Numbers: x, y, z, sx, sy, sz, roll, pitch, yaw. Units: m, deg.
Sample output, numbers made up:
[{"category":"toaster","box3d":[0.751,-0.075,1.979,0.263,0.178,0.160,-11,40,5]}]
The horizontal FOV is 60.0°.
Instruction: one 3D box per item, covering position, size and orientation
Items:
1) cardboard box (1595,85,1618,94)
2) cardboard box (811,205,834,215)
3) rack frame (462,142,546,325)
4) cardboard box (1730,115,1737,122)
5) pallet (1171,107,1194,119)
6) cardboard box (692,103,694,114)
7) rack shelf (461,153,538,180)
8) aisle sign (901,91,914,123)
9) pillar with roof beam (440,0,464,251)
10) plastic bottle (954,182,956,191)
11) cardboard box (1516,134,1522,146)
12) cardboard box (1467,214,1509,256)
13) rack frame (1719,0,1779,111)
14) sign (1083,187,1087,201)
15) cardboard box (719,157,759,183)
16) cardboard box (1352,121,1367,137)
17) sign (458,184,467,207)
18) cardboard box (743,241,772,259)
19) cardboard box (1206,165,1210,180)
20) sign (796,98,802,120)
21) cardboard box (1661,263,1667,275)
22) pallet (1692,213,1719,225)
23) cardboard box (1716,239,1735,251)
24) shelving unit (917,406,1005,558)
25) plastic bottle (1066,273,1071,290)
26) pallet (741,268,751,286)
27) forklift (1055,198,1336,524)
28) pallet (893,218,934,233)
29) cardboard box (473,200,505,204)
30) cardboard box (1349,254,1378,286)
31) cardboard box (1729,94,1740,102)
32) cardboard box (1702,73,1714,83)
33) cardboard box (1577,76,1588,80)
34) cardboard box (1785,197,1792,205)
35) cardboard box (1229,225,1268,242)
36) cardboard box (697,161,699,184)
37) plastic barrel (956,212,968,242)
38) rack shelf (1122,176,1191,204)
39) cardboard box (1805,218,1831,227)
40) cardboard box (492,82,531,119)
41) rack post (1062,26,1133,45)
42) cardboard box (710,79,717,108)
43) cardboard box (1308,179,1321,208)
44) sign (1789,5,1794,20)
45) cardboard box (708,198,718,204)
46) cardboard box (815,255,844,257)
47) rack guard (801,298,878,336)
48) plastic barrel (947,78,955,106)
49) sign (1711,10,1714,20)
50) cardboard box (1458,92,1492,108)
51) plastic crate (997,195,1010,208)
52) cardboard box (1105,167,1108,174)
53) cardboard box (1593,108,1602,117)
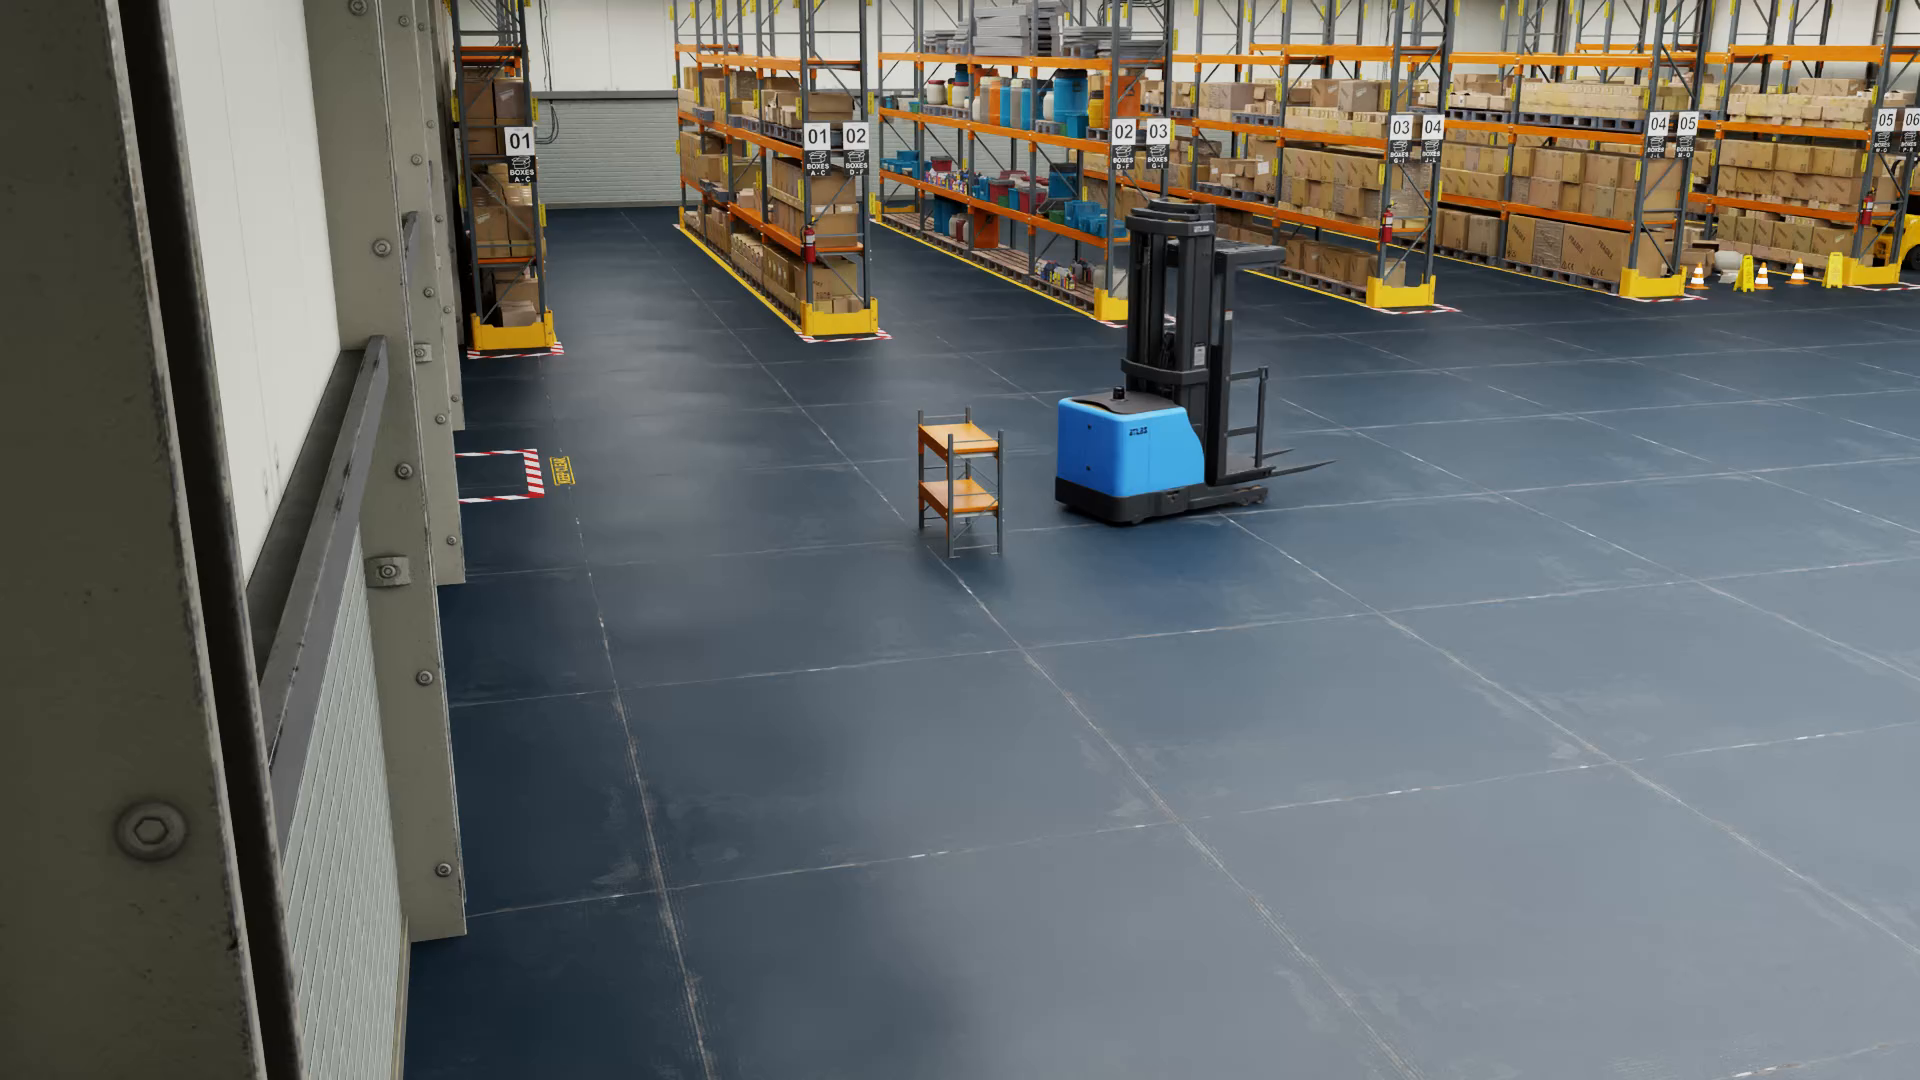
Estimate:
[{"category":"cardboard box","box3d":[11.733,-8.144,30.081,0.380,0.149,0.250,-5,17,-15]},{"category":"cardboard box","box3d":[-2.182,-5.153,25.888,0.380,0.149,0.250,-5,17,-16]},{"category":"rack frame","box3d":[-6.655,-4.311,24.387,1.000,3.000,0.127,-5,17,-15]},{"category":"cardboard box","box3d":[15.910,-8.585,33.839,0.380,0.149,0.250,-5,17,-16]},{"category":"pallet","box3d":[5.206,-9.218,35.839,1.213,0.211,1.003,-4,17,-13]},{"category":"cardboard box","box3d":[-5.708,-9.640,37.175,0.500,0.250,0.500,-5,17,-15]},{"category":"rack shelf","box3d":[-7.205,-5.956,25.900,1.077,0.370,4.000,-5,17,-15]},{"category":"aisle sign","box3d":[-1.265,-10.808,41.497,0.394,0.787,0.004,-5,17,-15]},{"category":"pillar with roof beam","box3d":[-6.838,-10.969,36.124,9.100,9.000,0.400,-5,17,-15]},{"category":"plastic bottle","box3d":[-0.088,-7.549,35.511,0.097,0.201,0.097,0,17,0]},{"category":"cardboard box","box3d":[13.874,-9.832,40.856,0.500,0.500,0.500,-5,17,-16]},{"category":"cardboard box","box3d":[11.073,-6.244,34.005,1.050,0.750,0.750,-5,17,-16]},{"category":"rack frame","box3d":[16.062,-10.249,33.726,1.000,3.000,0.127,-5,17,-15]},{"category":"sign","box3d":[2.303,-6.373,30.772,0.100,0.325,0.005,-5,17,-15]},{"category":"cardboard box","box3d":[-4.646,-7.788,35.059,0.700,0.500,0.500,-10,19,-29]},{"category":"cardboard box","box3d":[7.116,-7.101,28.724,0.500,0.250,0.500,-5,17,-15]},{"category":"sign","box3d":[-7.195,-4.978,24.047,0.100,0.325,0.005,-5,17,-15]},{"category":"cardboard box","box3d":[-3.798,-5.473,31.331,0.500,0.311,0.500,-5,17,-16]},{"category":"cardboard box","box3d":[5.562,-7.902,36.169,0.500,0.500,0.500,-4,17,-14]},{"category":"sign","box3d":[-2.419,-6.487,25.016,0.100,0.325,0.005,-5,17,-15]},{"category":"cardboard box","box3d":[13.573,-5.317,32.489,0.396,0.266,0.258,-2,17,-6]},{"category":"pallet","box3d":[19.233,-8.086,41.803,1.003,0.211,1.213,-5,17,-15]},{"category":"cardboard box","box3d":[15.964,-6.075,34.310,0.500,0.250,0.500,-6,18,-18]},{"category":"shelving unit","box3d":[-0.002,-0.541,15.094,0.538,1.125,1.048,-5,17,-15]},{"category":"plastic bottle","box3d":[1.894,-4.508,29.000,0.061,0.283,0.133,-4,17,-14]},{"category":"pallet","box3d":[-3.572,-5.013,31.572,1.003,0.211,1.213,-5,17,-15]},{"category":"forklift","box3d":[2.446,-1.855,16.330,3.031,2.935,1.130,-11,20,-32]},{"category":"pallet","box3d":[-1.006,-7.616,40.238,1.003,0.211,1.213,-5,17,-15]},{"category":"cardboard box","box3d":[-7.118,-4.861,25.142,0.500,0.500,0.500,-4,17,-15]},{"category":"cardboard box","box3d":[7.280,-4.826,29.718,0.500,0.500,0.500,0,17,-1]},{"category":"cardboard box","box3d":[15.834,-8.961,33.703,0.380,0.149,0.250,-5,17,-16]},{"category":"cardboard box","box3d":[18.889,-11.738,42.195,0.396,0.266,0.258,-5,17,-15]},{"category":"cardboard box","box3d":[17.416,-12.692,45.950,0.500,0.250,0.500,-5,17,-16]},{"category":"cardboard box","box3d":[16.451,-6.660,32.643,0.380,0.149,0.250,-5,17,-15]},{"category":"cardboard box","box3d":[5.964,-6.219,34.321,0.700,0.500,0.500,-3,17,-11]},{"category":"cardboard box","box3d":[-5.575,-8.189,37.122,0.500,0.500,0.500,-4,17,-14]},{"category":"plastic barrel","box3d":[0.211,-6.799,36.133,0.600,0.588,0.708,-5,17,-15]},{"category":"rack shelf","box3d":[4.884,-7.907,37.610,1.077,0.370,4.000,-5,17,-15]},{"category":"cardboard box","box3d":[16.525,-6.120,32.029,0.380,0.149,0.250,-4,17,-14]},{"category":"cardboard box","box3d":[-6.528,-6.409,24.213,0.500,0.500,0.500,-6,18,-19]},{"category":"rack post","box3d":[2.308,-8.464,27.918,0.937,0.300,0.954,-5,17,-16]},{"category":"cardboard box","box3d":[-4.918,-9.428,35.131,0.600,0.600,0.600,-5,17,-16]},{"category":"cardboard box","box3d":[6.935,-6.382,30.590,0.875,0.500,0.500,-5,17,-15]},{"category":"sign","box3d":[19.215,-12.188,38.422,0.100,0.325,0.005,-5,17,-15]},{"category":"cardboard box","box3d":[-5.904,-8.012,40.288,0.500,0.500,0.500,-5,17,-15]},{"category":"cardboard box","box3d":[-2.237,-4.528,27.855,0.500,0.500,0.500,-5,17,-15]},{"category":"rack guard","box3d":[-1.887,-3.500,26.031,1.175,0.500,0.348,-5,17,-15]},{"category":"plastic barrel","box3d":[0.018,-9.905,36.738,0.600,0.588,0.600,0,17,0]},{"category":"sign","box3d":[19.167,-13.424,42.397,0.100,0.325,0.005,-5,17,-15]},{"category":"cardboard box","box3d":[10.637,-9.067,34.256,0.500,0.311,0.500,-5,18,-17]},{"category":"plastic crate","box3d":[1.021,-6.558,32.237,0.450,0.188,0.662,-5,17,-15]},{"category":"cardboard box","box3d":[3.724,-8.956,40.289,0.380,0.149,0.250,-4,17,-14]},{"category":"cardboard box","box3d":[11.732,-7.762,30.194,0.380,0.149,0.250,-5,17,-16]}]
